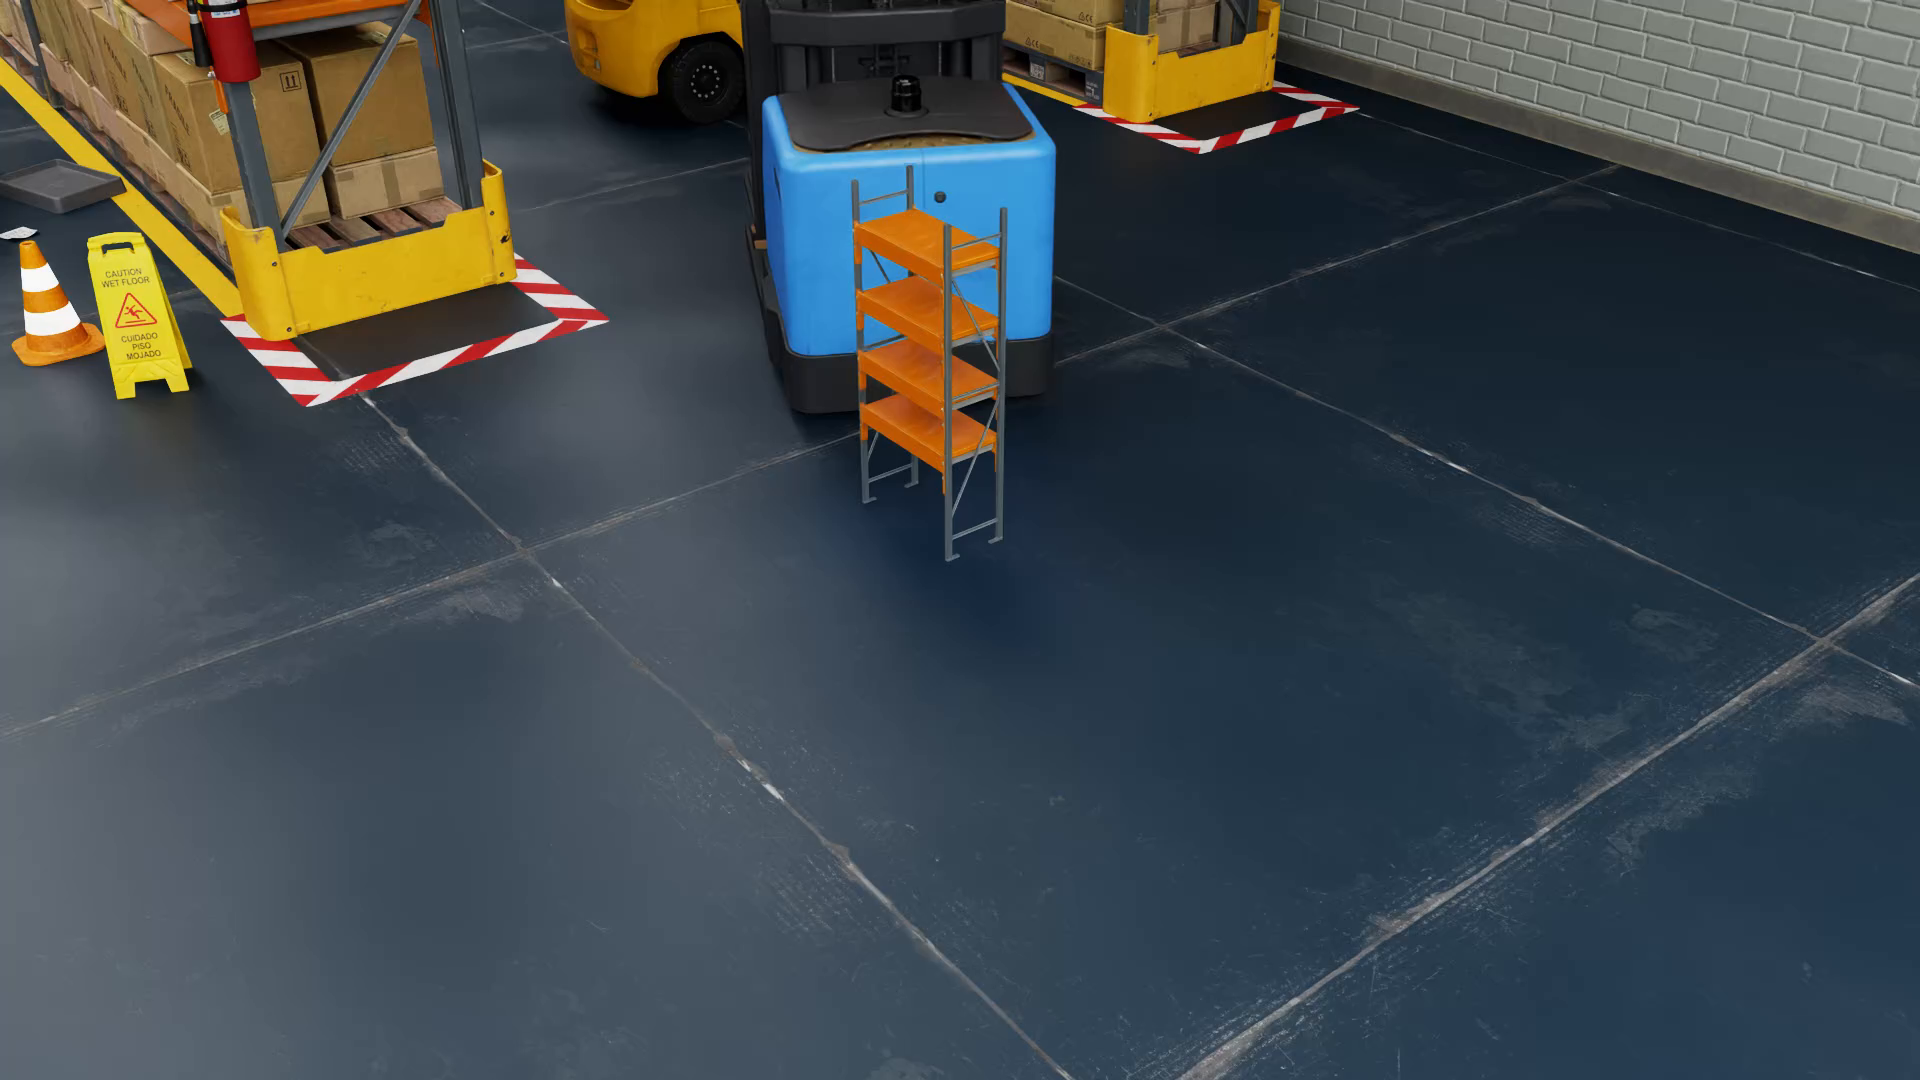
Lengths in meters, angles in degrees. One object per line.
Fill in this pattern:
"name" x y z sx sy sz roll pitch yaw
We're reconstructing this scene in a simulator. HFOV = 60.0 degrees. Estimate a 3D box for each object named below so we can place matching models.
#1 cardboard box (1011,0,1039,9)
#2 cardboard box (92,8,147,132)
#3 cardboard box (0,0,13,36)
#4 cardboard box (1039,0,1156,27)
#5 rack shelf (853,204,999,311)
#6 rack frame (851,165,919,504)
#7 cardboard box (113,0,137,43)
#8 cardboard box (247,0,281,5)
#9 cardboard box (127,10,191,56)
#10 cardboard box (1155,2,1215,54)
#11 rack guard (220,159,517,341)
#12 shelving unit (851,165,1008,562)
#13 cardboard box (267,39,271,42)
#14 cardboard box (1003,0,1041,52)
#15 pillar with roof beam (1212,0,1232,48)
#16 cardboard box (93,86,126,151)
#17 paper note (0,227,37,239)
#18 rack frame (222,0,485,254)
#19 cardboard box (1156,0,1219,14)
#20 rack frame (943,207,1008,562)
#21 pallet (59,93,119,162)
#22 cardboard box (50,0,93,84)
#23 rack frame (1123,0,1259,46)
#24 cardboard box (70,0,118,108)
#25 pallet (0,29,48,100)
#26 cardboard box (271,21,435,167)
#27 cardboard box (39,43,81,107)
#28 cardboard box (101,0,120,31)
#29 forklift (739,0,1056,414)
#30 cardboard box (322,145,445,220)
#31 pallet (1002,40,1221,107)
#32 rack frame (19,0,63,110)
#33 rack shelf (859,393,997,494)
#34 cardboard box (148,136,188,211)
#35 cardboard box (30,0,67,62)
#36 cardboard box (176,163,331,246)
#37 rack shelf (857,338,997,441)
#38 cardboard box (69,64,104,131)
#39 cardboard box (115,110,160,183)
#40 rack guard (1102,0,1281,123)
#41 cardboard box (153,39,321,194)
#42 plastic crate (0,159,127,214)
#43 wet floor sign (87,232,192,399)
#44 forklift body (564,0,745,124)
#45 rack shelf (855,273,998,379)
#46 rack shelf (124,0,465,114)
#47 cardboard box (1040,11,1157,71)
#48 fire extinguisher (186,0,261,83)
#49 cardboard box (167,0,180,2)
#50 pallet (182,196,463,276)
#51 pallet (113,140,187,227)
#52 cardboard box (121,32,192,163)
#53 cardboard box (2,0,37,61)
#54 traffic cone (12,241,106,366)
"cardboard box" 0.524 -3.484 10.252 0.500 0.250 0.500 -23 38 -32
"cardboard box" -3.874 -2.347 8.184 0.500 0.500 0.500 -23 39 -32
"cardboard box" -5.770 -3.586 10.773 0.950 0.372 0.625 -20 37 -29
"cardboard box" 0.824 -3.272 9.909 0.500 0.250 0.500 -23 38 -32
"rack shelf" -0.102 -0.912 5.337 0.258 0.148 0.480 -22 38 -31
"rack frame" -0.251 -0.680 5.708 0.240 1.200 0.015 -22 38 -31
"cardboard box" -3.677 -2.431 7.704 0.380 0.149 0.250 -22 38 -31
"cardboard box" -2.948 -2.320 6.880 0.380 0.149 0.250 -21 37 -30
"cardboard box" -3.525 -2.325 7.533 0.380 0.149 0.250 -21 38 -30
"cardboard box" 1.222 -3.226 10.309 0.500 0.250 0.500 -22 38 -31
"rack guard" -2.596 -1.310 7.385 1.175 0.500 0.348 -22 38 -31
"shelving unit" -0.102 -0.579 5.544 0.258 1.200 0.503 -22 38 -31
"cardboard box" -3.165 -2.321 8.141 0.500 0.500 0.500 -24 39 -33
"cardboard box" 0.534 -3.262 10.367 0.500 0.250 0.500 -22 38 -31
"pillar with roof beam" -1.747 -5.685 6.374 9.100 9.000 0.400 -22 38 -31
"cardboard box" -4.190 -2.245 8.730 0.500 0.250 0.500 -23 38 -32
"paper note" -4.618 -1.508 8.149 0.148 0.019 0.142 18 36 27
"rack frame" -2.550 -2.340 6.675 1.000 3.000 0.127 -22 38 -31
"cardboard box" 1.245 -3.433 10.169 0.500 0.250 0.500 -21 38 -31
"rack frame" 0.048 -0.477 5.381 0.240 1.200 0.015 -22 38 -31
"pallet" -4.563 -2.554 9.662 1.003 0.211 1.213 -22 38 -31
"cardboard box" -4.516 -2.783 8.886 0.500 0.500 0.500 -21 37 -30
"rack frame" 1.369 -3.948 9.263 1.000 3.000 0.127 -22 38 -31
"cardboard box" -4.200 -2.567 8.537 0.500 0.500 0.500 -20 37 -29
"pallet" -5.481 -3.147 10.616 1.003 0.211 1.213 -22 38 -31
"cardboard box" -2.841 -2.104 7.792 0.500 0.500 0.500 -24 39 -33
"cardboard box" -4.854 -2.684 9.437 0.500 0.250 0.500 -24 39 -33
"cardboard box" -3.837 -2.541 7.881 0.380 0.149 0.250 -21 37 -29
"forklift" -0.408 -2.496 6.991 1.130 2.935 3.031 -6 32 -9
"cardboard box" -2.826 -1.776 7.975 0.500 0.250 0.500 -23 38 -32
"pallet" 0.867 -3.068 10.490 1.003 0.211 1.213 -22 38 -31
"rack frame" -5.003 -4.007 9.359 1.000 3.000 0.127 -22 38 -31
"rack shelf" -0.102 -0.353 5.685 0.258 0.148 0.480 -22 38 -31
"cardboard box" -3.569 -1.819 8.043 0.500 0.250 0.500 -22 38 -31
"cardboard box" -4.854 -3.003 9.239 0.500 0.500 0.500 -20 37 -29
"cardboard box" -3.273 -1.610 7.708 0.500 0.250 0.500 -22 38 -32
"rack shelf" -0.102 -0.522 5.580 0.258 0.148 0.480 -22 38 -31
"cardboard box" -4.518 -2.465 9.085 0.500 0.250 0.500 -20 37 -29
"cardboard box" -3.895 -2.035 8.392 0.500 0.250 0.500 -24 39 -33
"rack guard" 1.384 -2.876 9.906 1.175 0.500 0.348 -22 38 -31
"cardboard box" -3.247 -1.918 7.493 0.500 0.500 0.500 -22 38 -31
"plastic crate" -4.688 -1.847 8.648 0.583 0.080 0.402 18 36 27
"wet floor sign" -3.278 -0.915 6.611 0.267 0.644 0.232 -10 33 -15
"forklift body" -1.235 -3.787 9.809 2.313 2.155 1.214 -22 38 -31
"rack shelf" -0.102 -0.712 5.462 0.258 0.148 0.480 -22 38 -31
"rack shelf" -3.776 -2.868 8.207 1.077 0.370 4.000 -22 38 -31
"cardboard box" 0.831 -3.051 10.028 0.500 0.250 0.500 -22 38 -31
"fire extinguisher" -2.844 -2.110 6.378 0.296 0.674 0.183 -22 38 -31
"cardboard box" -3.191 -2.390 6.993 0.380 0.149 0.250 -23 38 -32
"pallet" -3.067 -1.537 8.025 1.003 0.211 1.213 -22 38 -31
"pallet" -3.810 -2.045 8.843 1.003 0.211 1.213 -22 38 -31
"cardboard box" -3.570 -2.135 7.842 0.500 0.500 0.500 -21 37 -30
"cardboard box" -5.326 -3.287 10.292 0.950 0.372 0.625 -22 38 -31
"traffic cone" -3.832 -1.024 6.961 0.336 0.463 0.334 -22 38 -31
